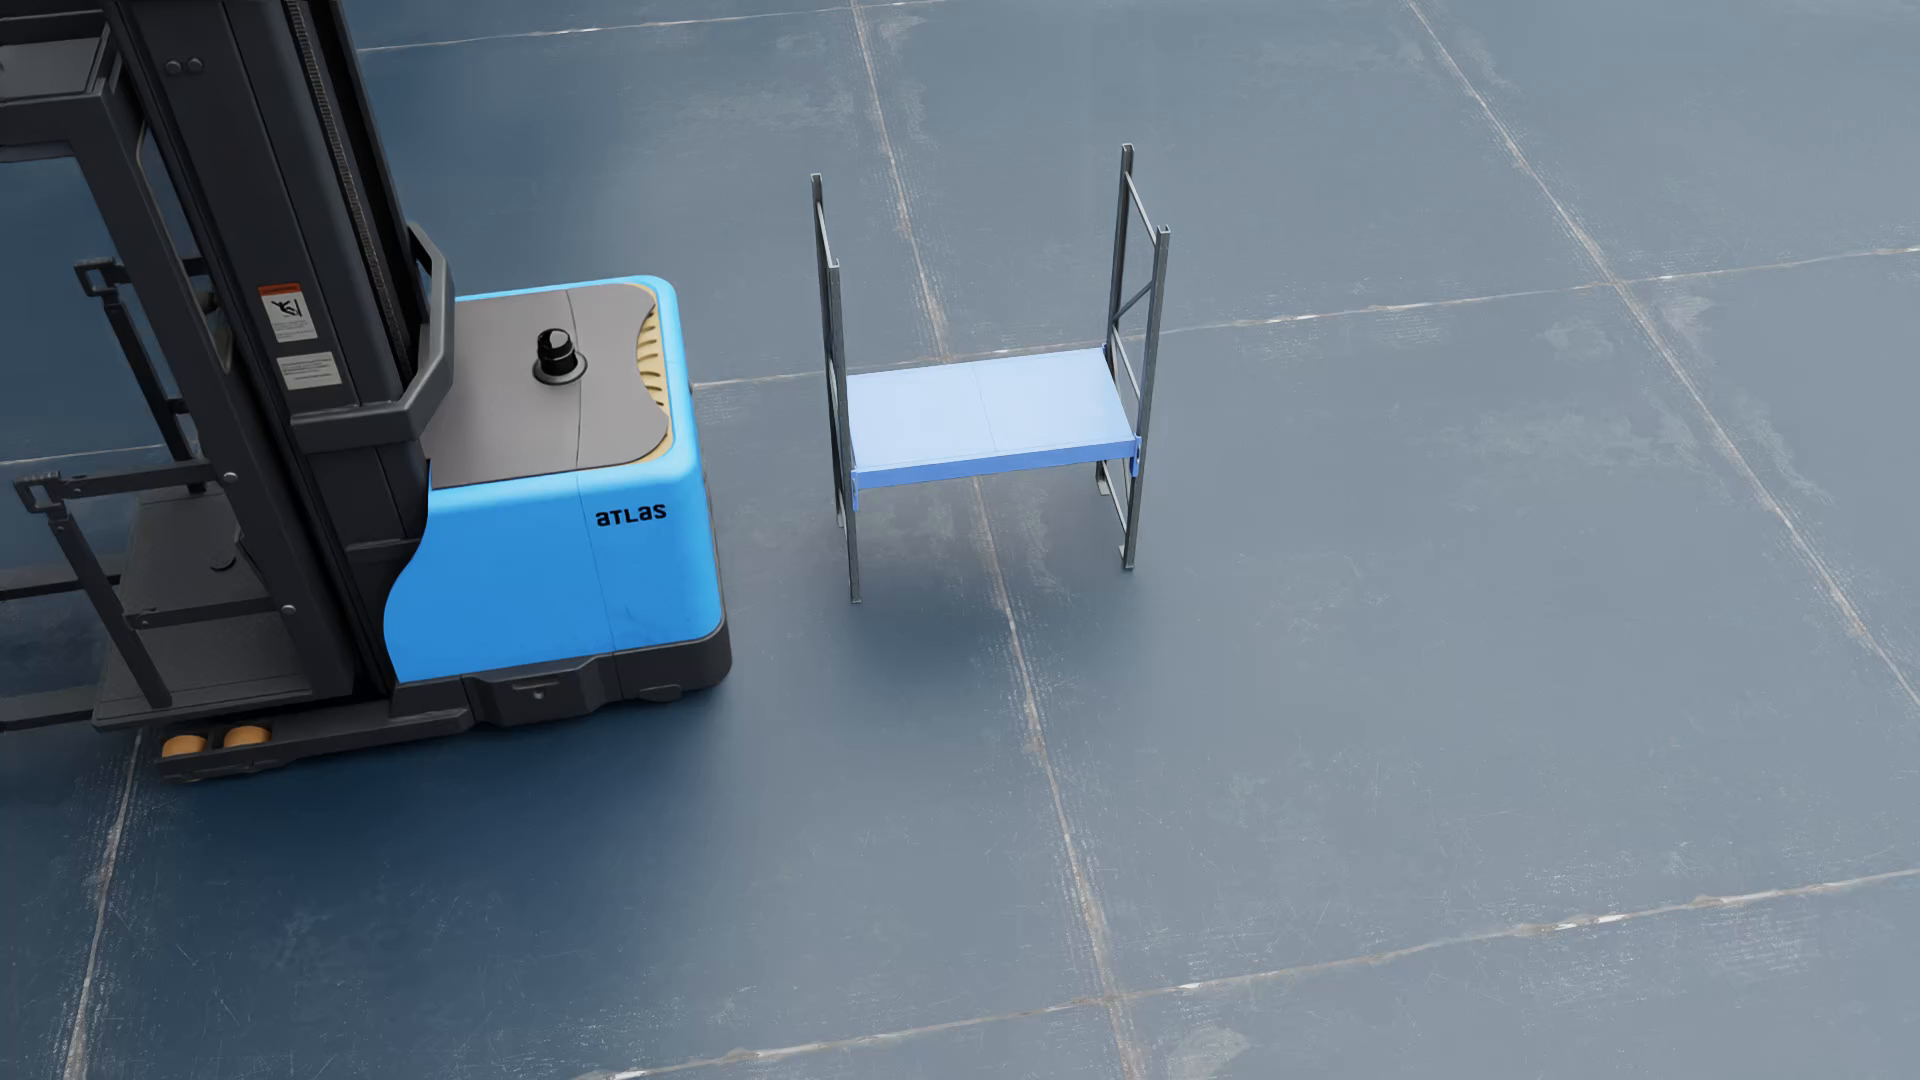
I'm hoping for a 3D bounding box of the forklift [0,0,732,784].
[{"bbox_3d":[-2.355,-0.636,4.827,3.031,2.935,1.130,-8,47,-8],"label":"forklift"}]

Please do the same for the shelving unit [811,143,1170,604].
[{"bbox_3d":[0.084,-0.531,5.720,1.048,1.500,0.538,-7,46,-7],"label":"shelving unit"}]

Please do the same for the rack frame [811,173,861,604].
[{"bbox_3d":[-0.417,-0.468,5.660,0.032,1.500,0.500,-7,46,-7],"label":"rack frame"}]

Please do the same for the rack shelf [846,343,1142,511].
[{"bbox_3d":[0.084,-0.406,5.850,1.000,0.185,0.538,-7,46,-7],"label":"rack shelf"}]

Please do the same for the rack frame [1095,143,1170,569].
[{"bbox_3d":[0.585,-0.593,5.780,0.032,1.500,0.500,-7,46,-7],"label":"rack frame"}]
